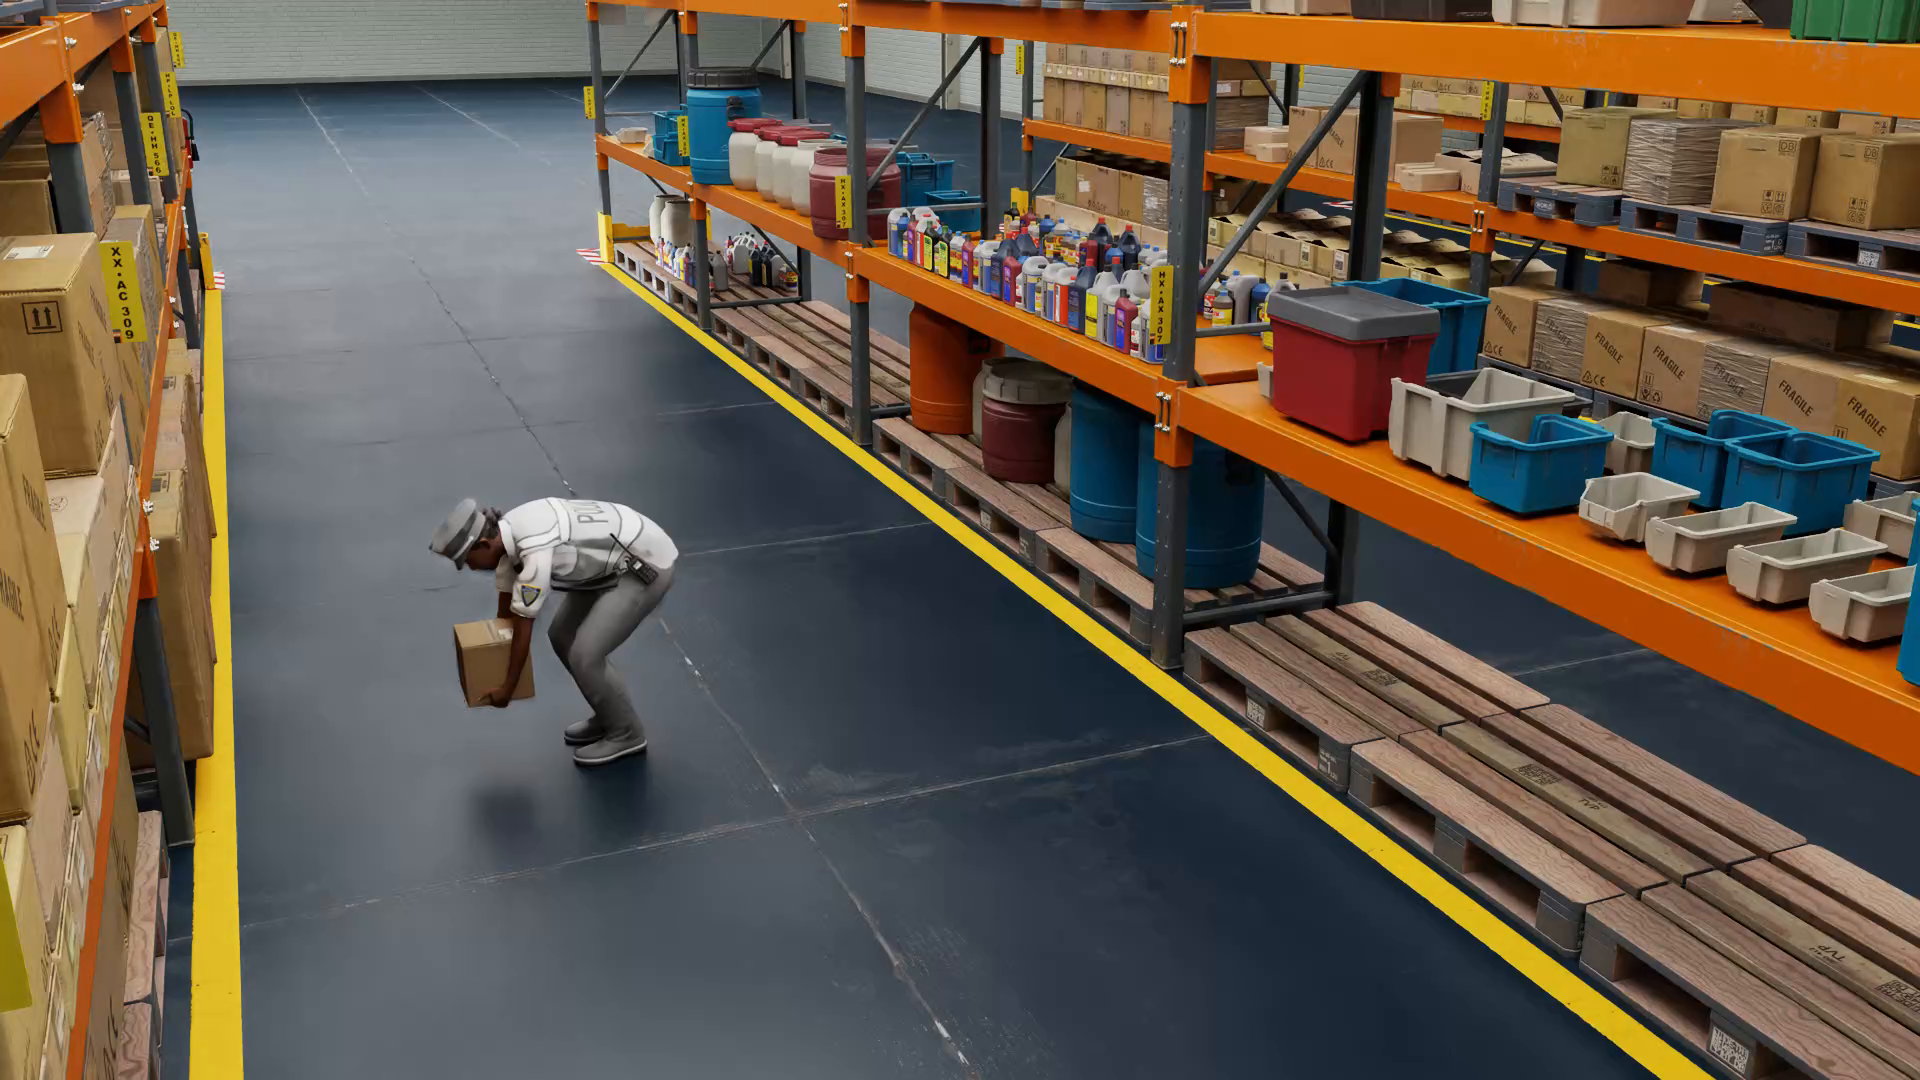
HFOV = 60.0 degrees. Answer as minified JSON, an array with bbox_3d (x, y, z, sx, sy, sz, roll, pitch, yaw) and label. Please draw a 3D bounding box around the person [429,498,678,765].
[{"bbox_3d":[-1.552,0.329,6.474,0.930,1.103,0.436,-9,21,-25],"label":"person"}]
